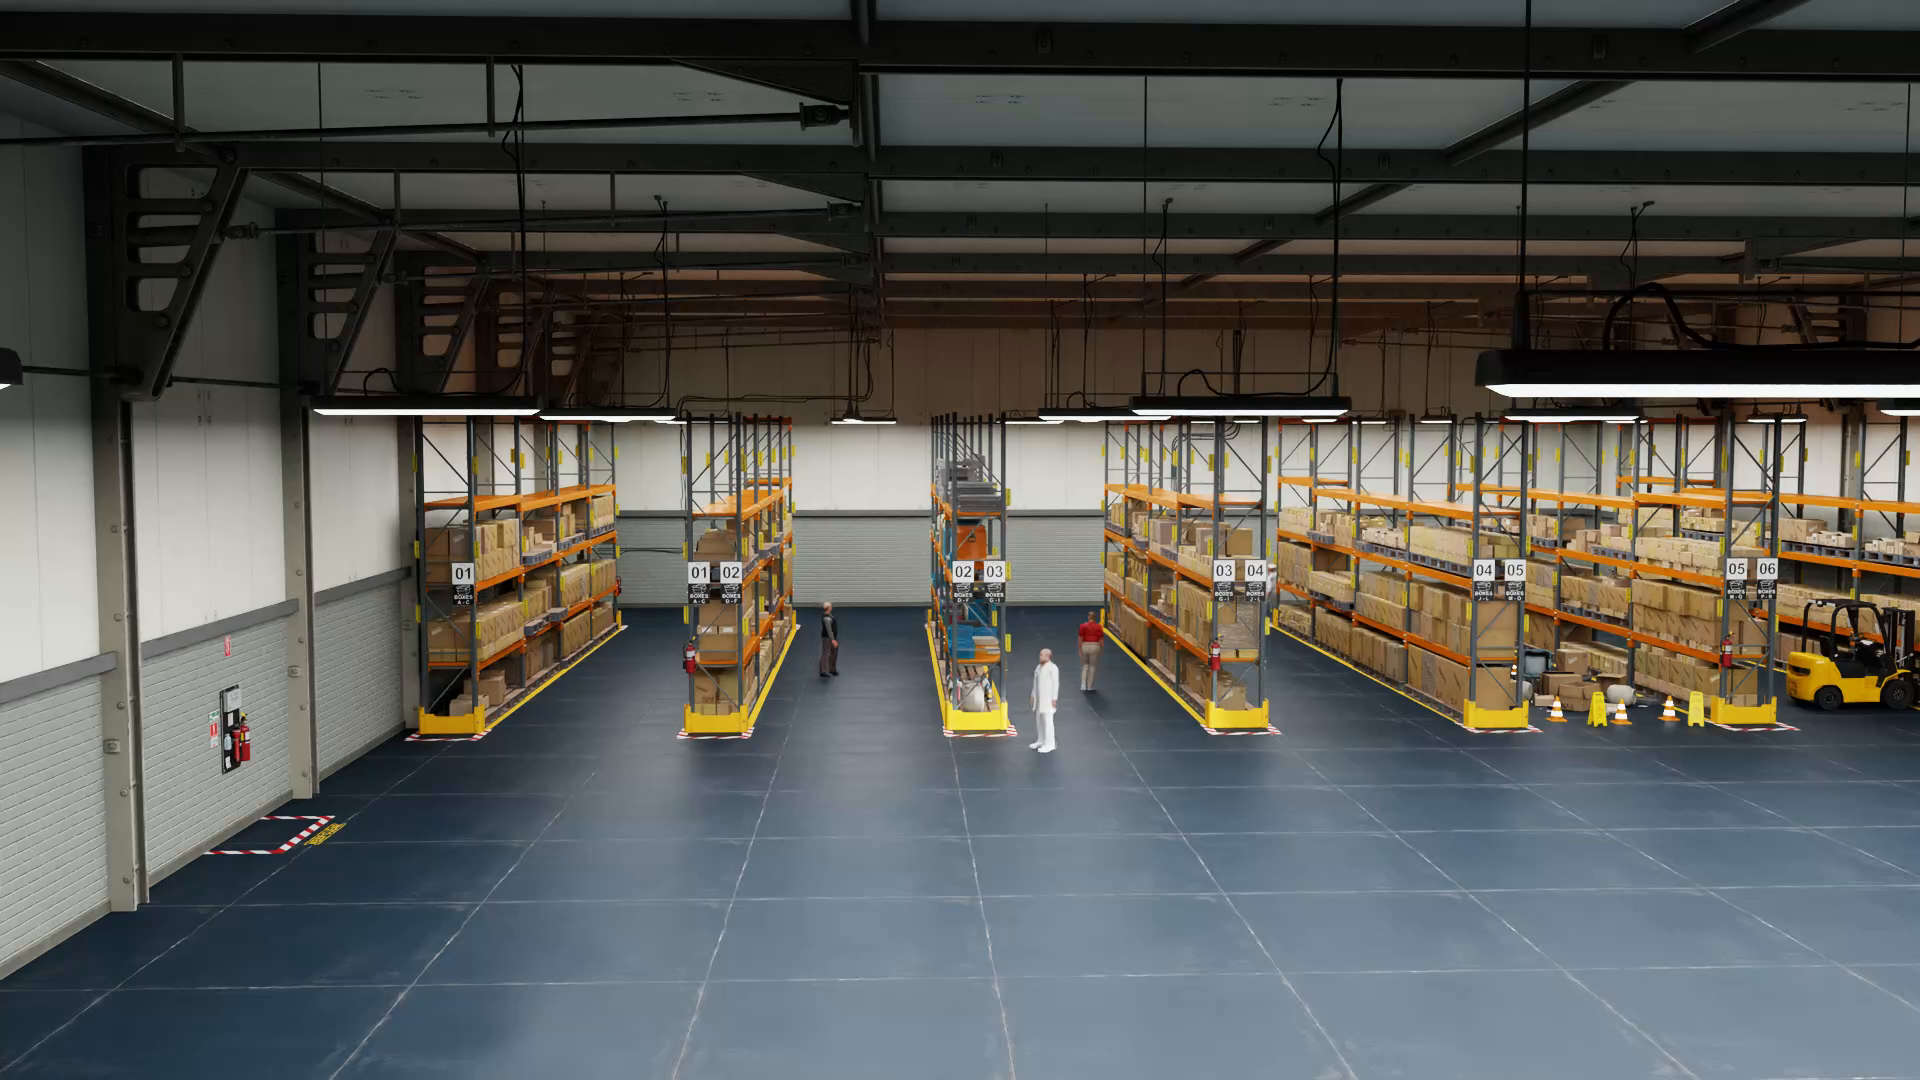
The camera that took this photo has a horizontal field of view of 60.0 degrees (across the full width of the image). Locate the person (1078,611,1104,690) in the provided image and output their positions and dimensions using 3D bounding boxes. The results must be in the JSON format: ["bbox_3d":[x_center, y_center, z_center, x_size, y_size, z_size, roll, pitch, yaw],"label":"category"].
[{"bbox_3d":[2.879,2.412,36.066,0.530,1.753,0.472,2,5,32],"label":"person"}]

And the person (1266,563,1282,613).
[{"bbox_3d":[9.104,1.529,48.927,0.944,1.729,0.579,0,4,0],"label":"person"}]

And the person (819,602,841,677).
[{"bbox_3d":[-2.974,2.290,38.002,0.458,1.760,0.648,1,4,8],"label":"person"}]

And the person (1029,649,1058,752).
[{"bbox_3d":[1.452,2.833,29.481,0.417,1.808,0.622,-2,5,-31],"label":"person"}]
